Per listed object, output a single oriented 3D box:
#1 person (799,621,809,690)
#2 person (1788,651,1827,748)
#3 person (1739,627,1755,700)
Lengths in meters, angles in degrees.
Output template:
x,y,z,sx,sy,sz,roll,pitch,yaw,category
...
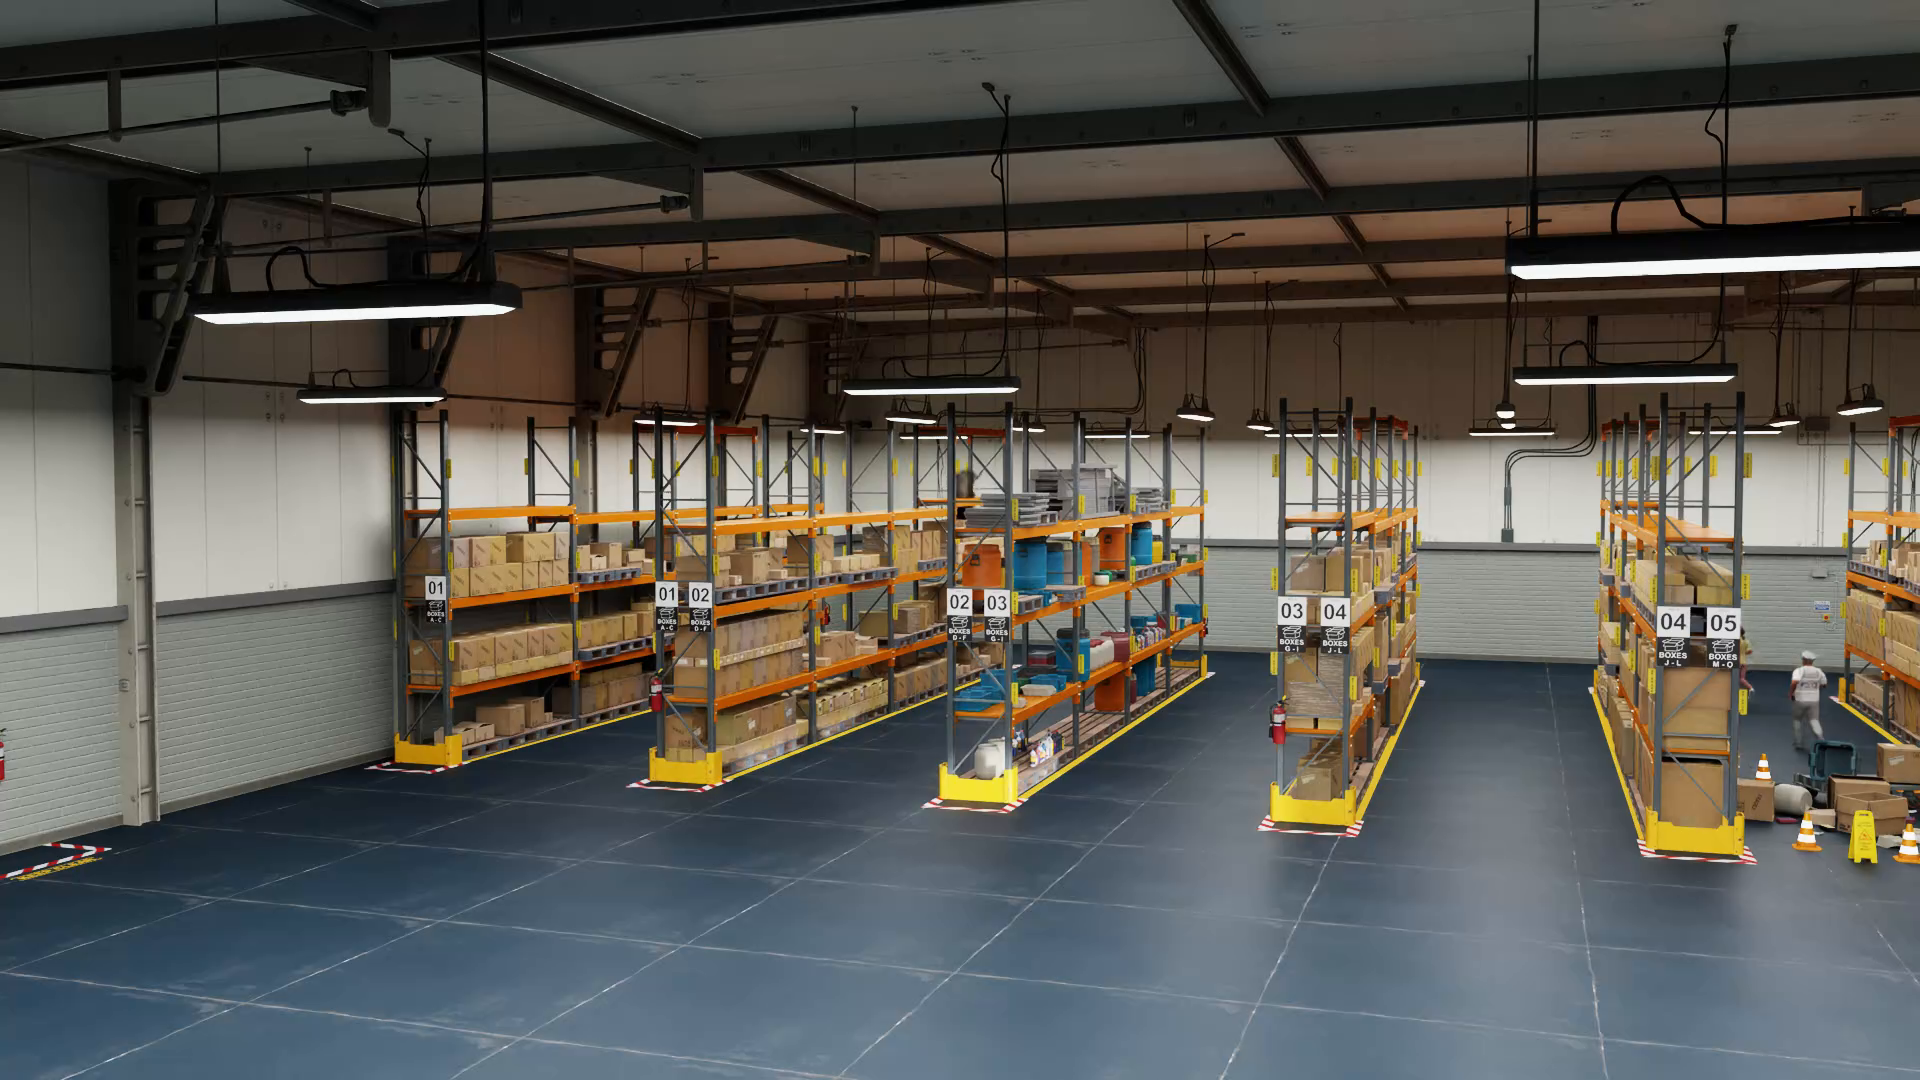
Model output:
x,y,z,sx,sy,sz,roll,pitch,yaw,category
-3.437,2.632,37.462,0.604,1.646,0.801,-1,3,-21,person
15.048,2.845,29.538,0.663,1.750,0.926,0,2,9,person
16.516,2.667,35.220,0.583,1.663,0.881,0,2,-9,person
